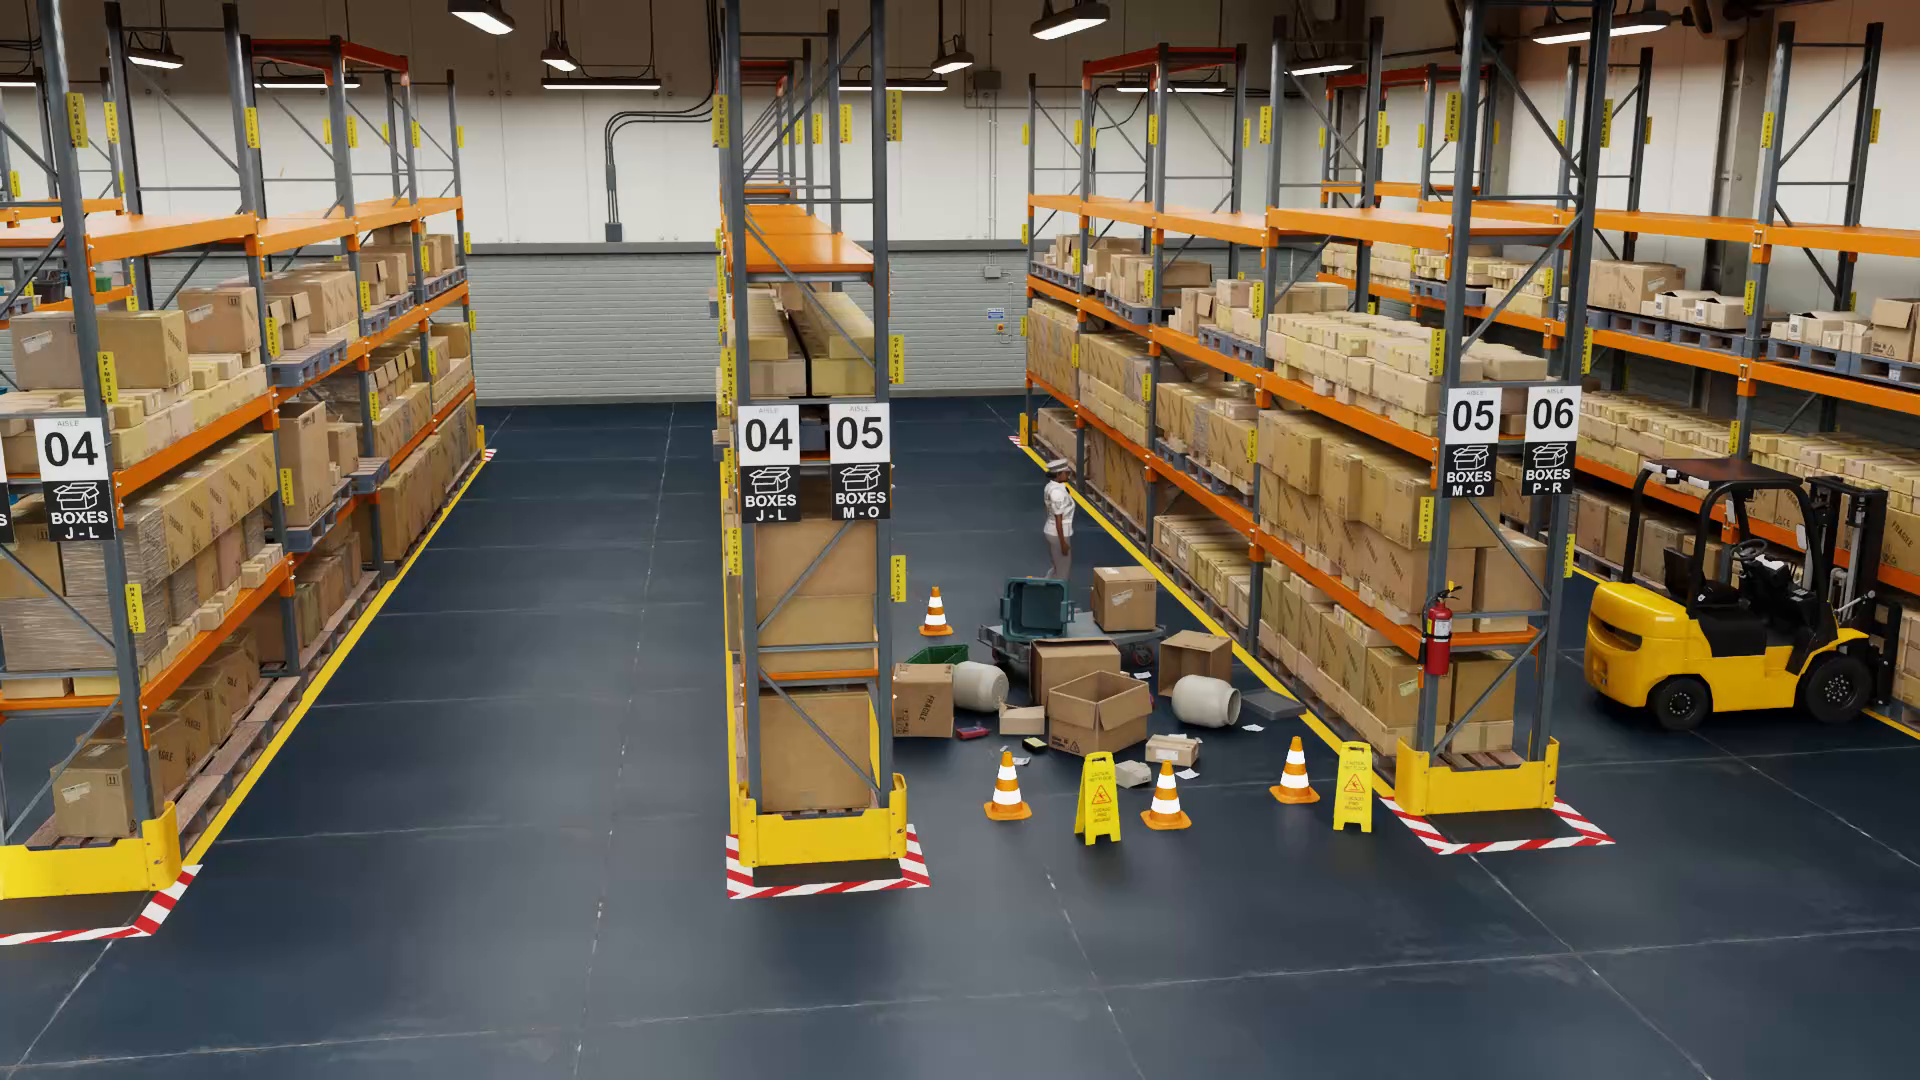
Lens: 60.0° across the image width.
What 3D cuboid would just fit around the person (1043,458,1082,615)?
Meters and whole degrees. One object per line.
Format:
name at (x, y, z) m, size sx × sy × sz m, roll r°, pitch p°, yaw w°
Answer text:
person at (1.052, -0.024, 17.561) m, size 0.487 × 1.699 × 0.491 m, roll -1°, pitch 13°, yaw -3°
